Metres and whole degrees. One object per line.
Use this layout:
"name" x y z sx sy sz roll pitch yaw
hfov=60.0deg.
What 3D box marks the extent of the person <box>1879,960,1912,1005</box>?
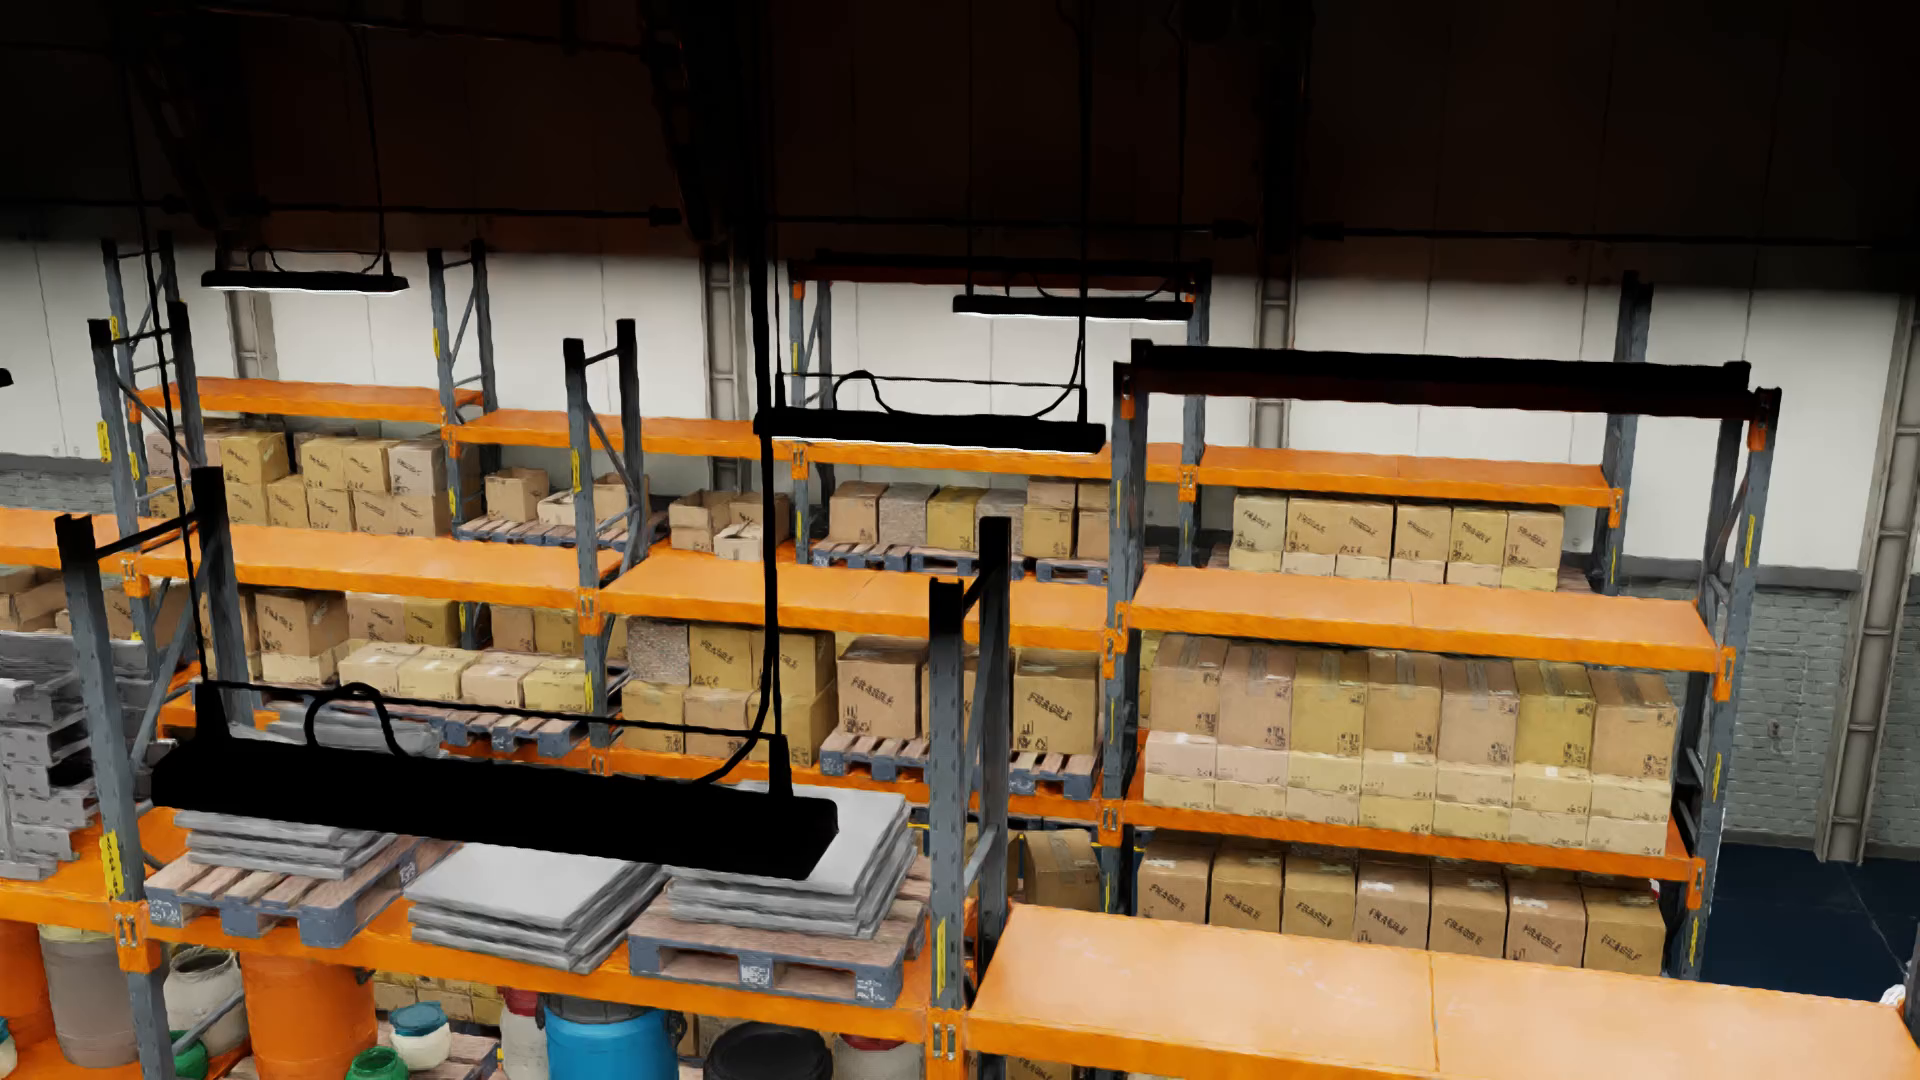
"person" 6.876 3.822 12.207 0.557 1.740 0.726 -9 18 -27
